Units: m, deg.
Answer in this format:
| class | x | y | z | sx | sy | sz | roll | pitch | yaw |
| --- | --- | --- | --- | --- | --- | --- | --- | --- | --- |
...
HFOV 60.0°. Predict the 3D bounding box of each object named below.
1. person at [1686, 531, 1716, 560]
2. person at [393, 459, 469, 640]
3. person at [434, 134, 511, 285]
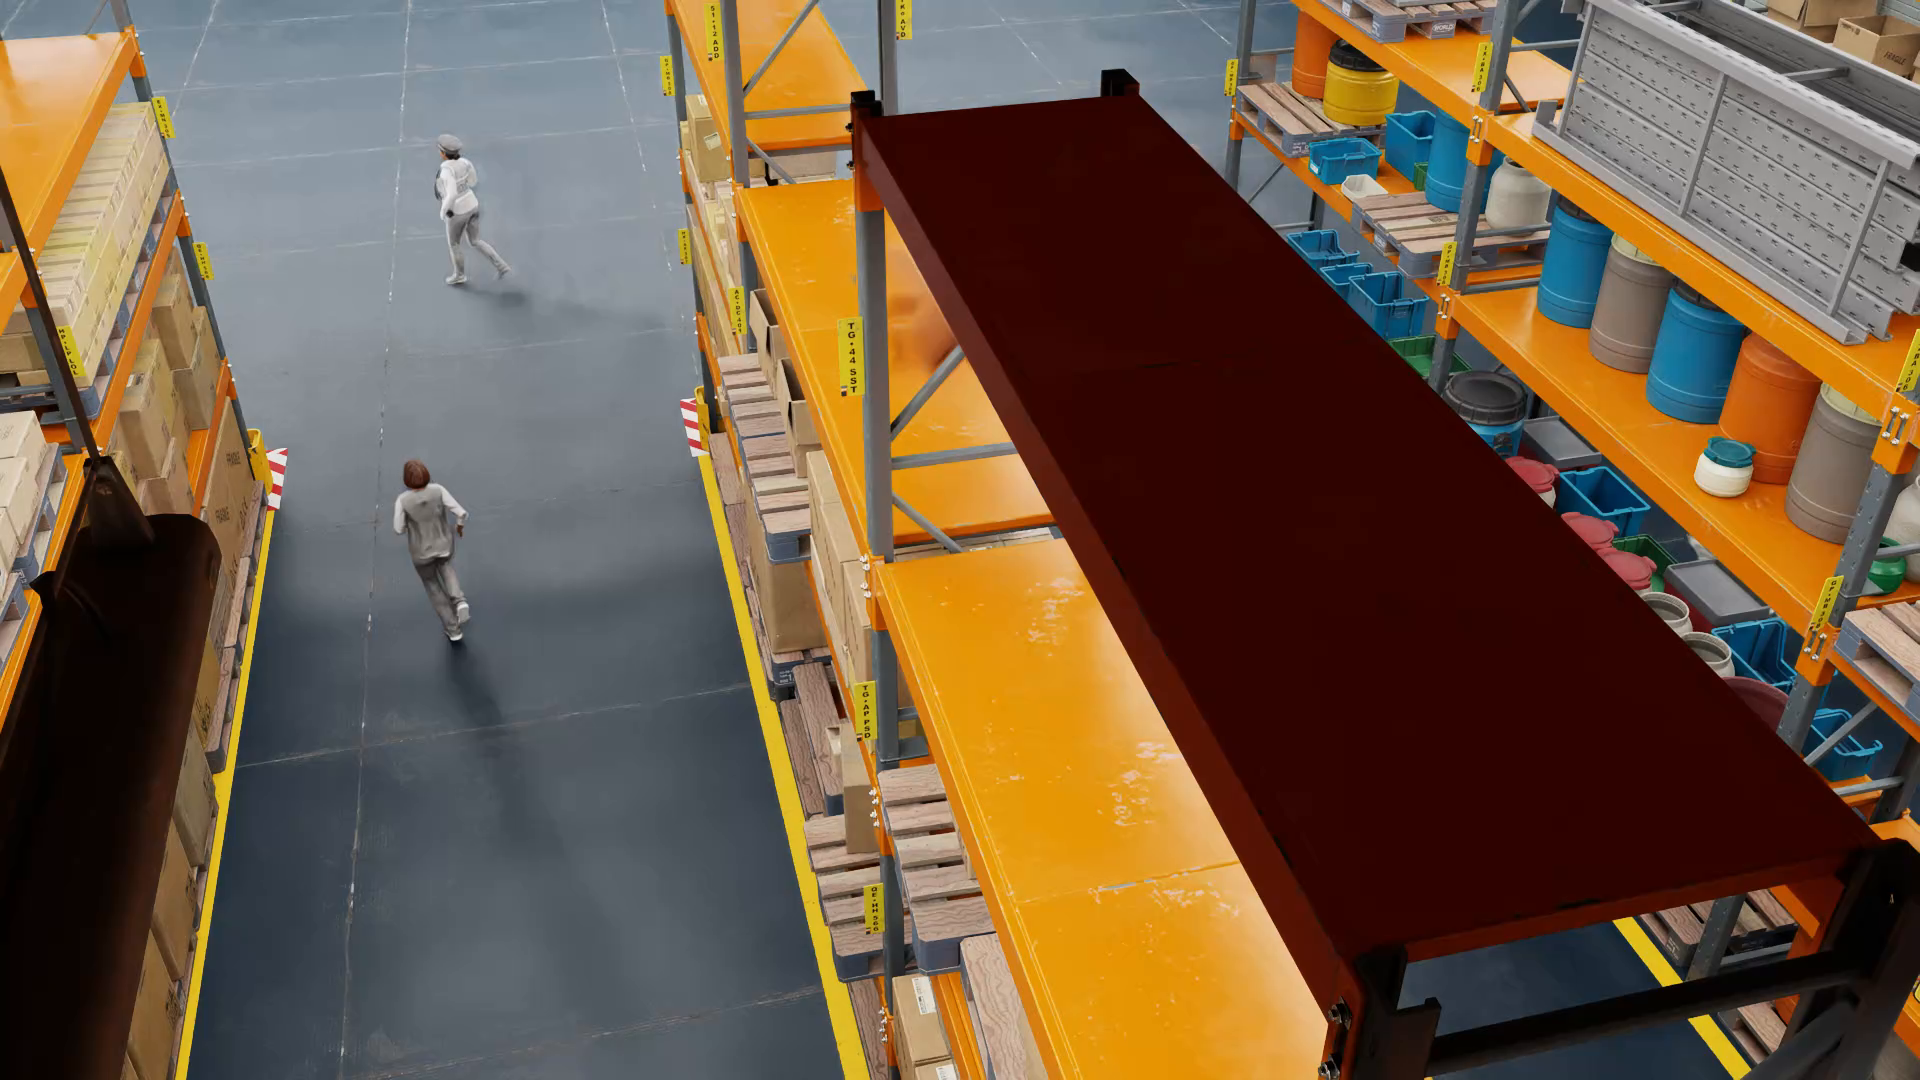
| class | x | y | z | sx | sy | sz | roll | pitch | yaw |
| --- | --- | --- | --- | --- | --- | --- | --- | --- | --- |
| person | 6.082 | -0.263 | 13.040 | 0.561 | 1.618 | 0.593 | -13 | 37 | -18 |
| person | -4.017 | 0.030 | 12.664 | 0.522 | 1.559 | 0.549 | -20 | 39 | -26 |
| person | -5.265 | -3.462 | 17.659 | 0.815 | 1.712 | 0.637 | 14 | 37 | 19 |
